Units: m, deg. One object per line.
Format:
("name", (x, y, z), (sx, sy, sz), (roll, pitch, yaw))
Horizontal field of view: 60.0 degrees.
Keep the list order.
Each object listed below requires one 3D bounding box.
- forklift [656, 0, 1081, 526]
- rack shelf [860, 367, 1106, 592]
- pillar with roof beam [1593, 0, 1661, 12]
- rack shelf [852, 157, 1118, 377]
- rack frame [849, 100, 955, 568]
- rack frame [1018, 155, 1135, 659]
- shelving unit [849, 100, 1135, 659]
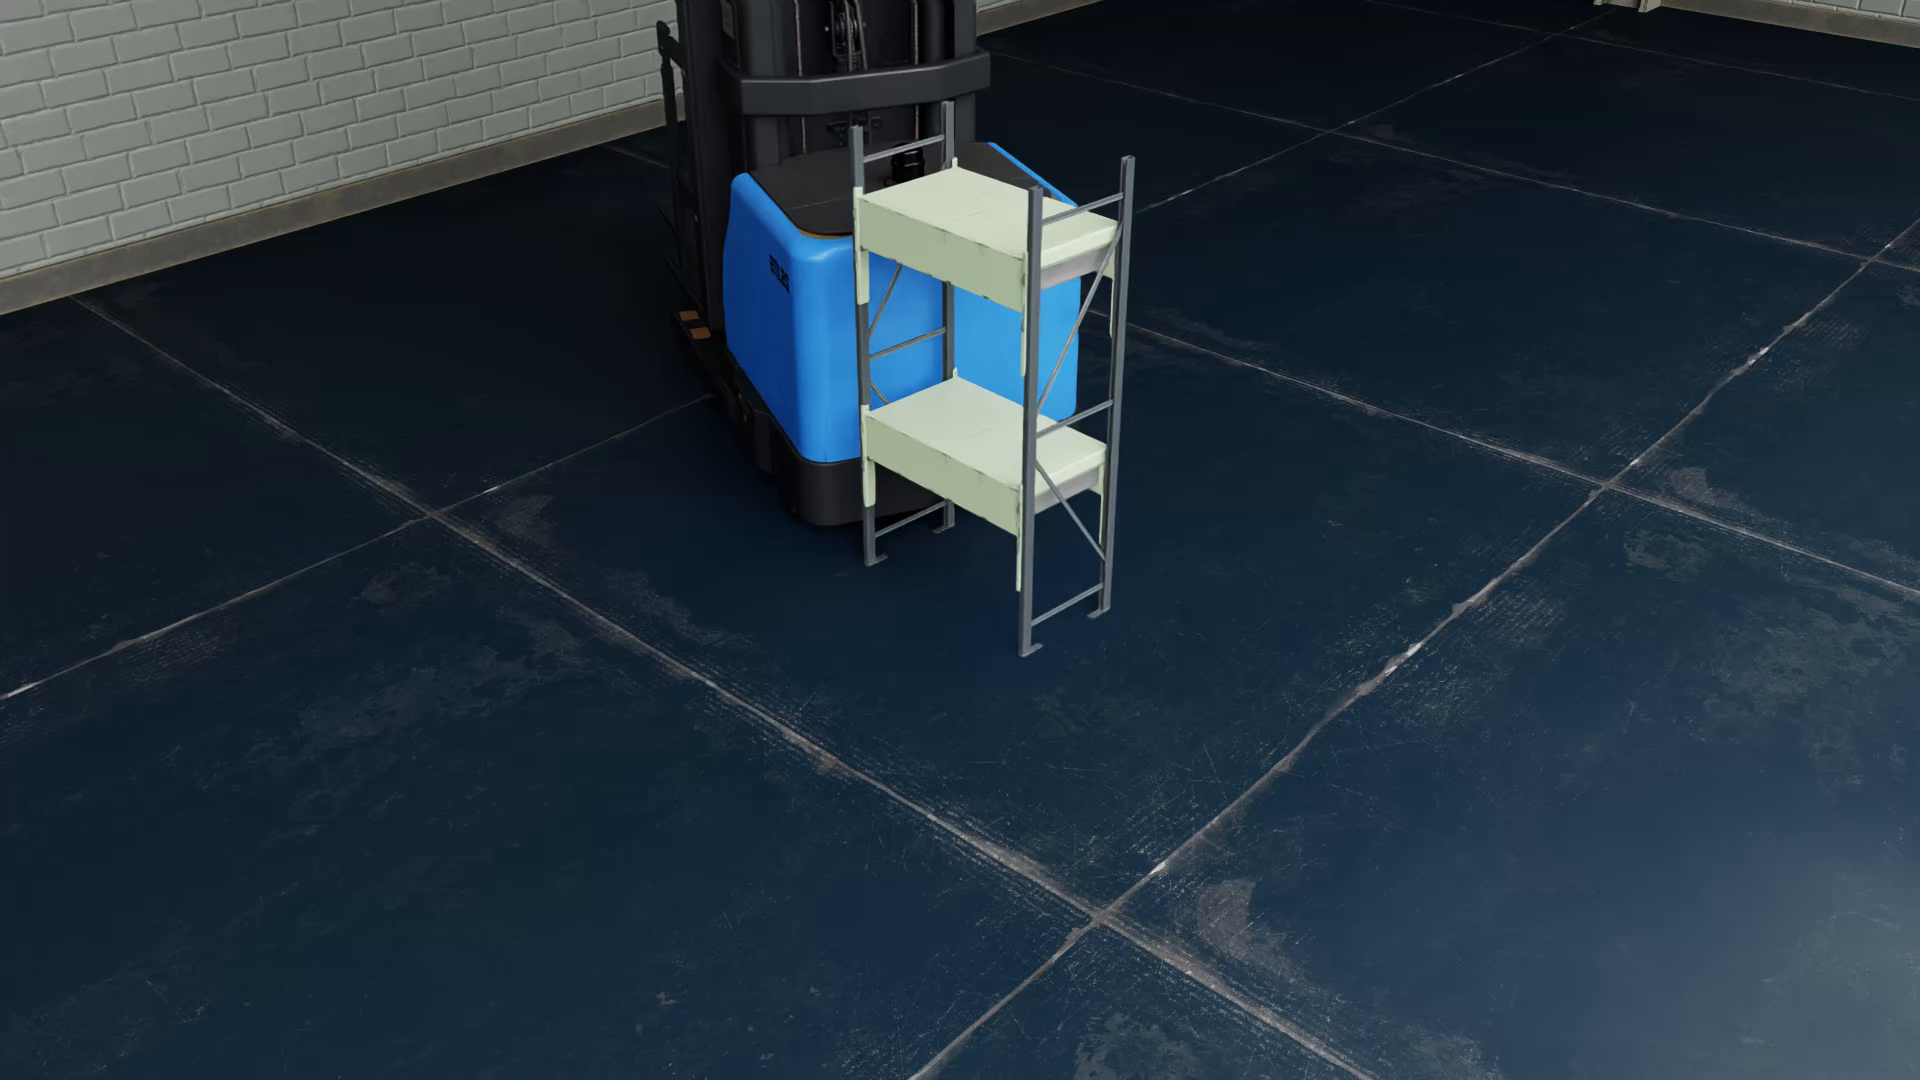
("forklift", (-0.589, -2.049, 6.312), (1.130, 2.935, 3.031), (-12, 33, -19))
("rack shelf", (0.081, -0.208, 5.274), (0.431, 0.370, 0.720), (-26, 40, -36))
("pillar with roof beam", (2.071, -6.192, 7.310), (0.400, 9.000, 9.100), (25, 39, 35))
("rack shelf", (0.081, -0.822, 4.905), (0.431, 0.370, 0.720), (-26, 40, -36))
("rack frame", (-0.171, -0.625, 5.334), (0.400, 1.500, 0.023), (-26, 40, -36))
("rack frame", (0.332, -0.351, 4.878), (0.400, 1.500, 0.023), (-26, 40, -36))
("shelving unit", (0.081, -0.488, 5.106), (0.431, 1.500, 0.755), (-26, 40, -36))
